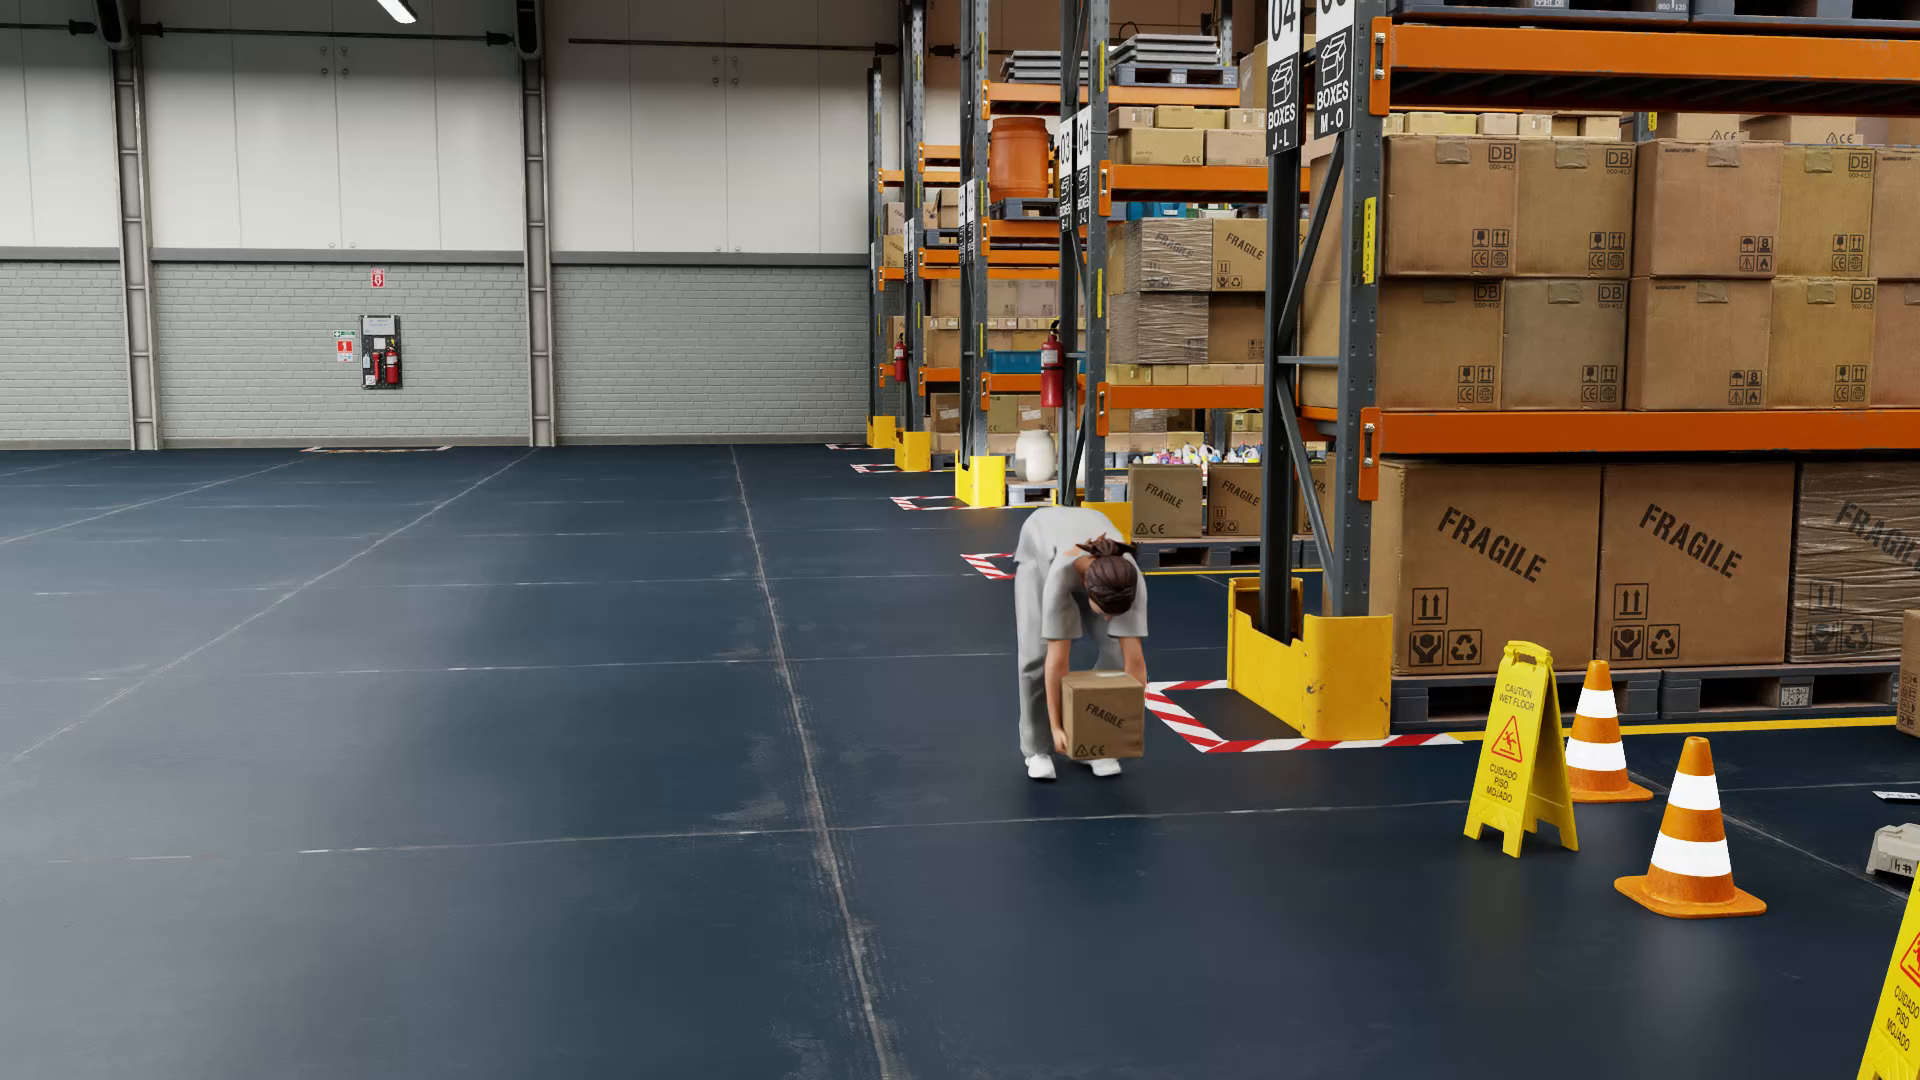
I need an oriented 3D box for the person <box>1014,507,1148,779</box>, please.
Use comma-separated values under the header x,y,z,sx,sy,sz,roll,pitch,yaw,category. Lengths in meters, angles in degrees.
x,y,z,sx,sy,sz,roll,pitch,yaw,category
0.444,0.391,5.930,0.450,0.983,0.864,-1,7,-11,person
